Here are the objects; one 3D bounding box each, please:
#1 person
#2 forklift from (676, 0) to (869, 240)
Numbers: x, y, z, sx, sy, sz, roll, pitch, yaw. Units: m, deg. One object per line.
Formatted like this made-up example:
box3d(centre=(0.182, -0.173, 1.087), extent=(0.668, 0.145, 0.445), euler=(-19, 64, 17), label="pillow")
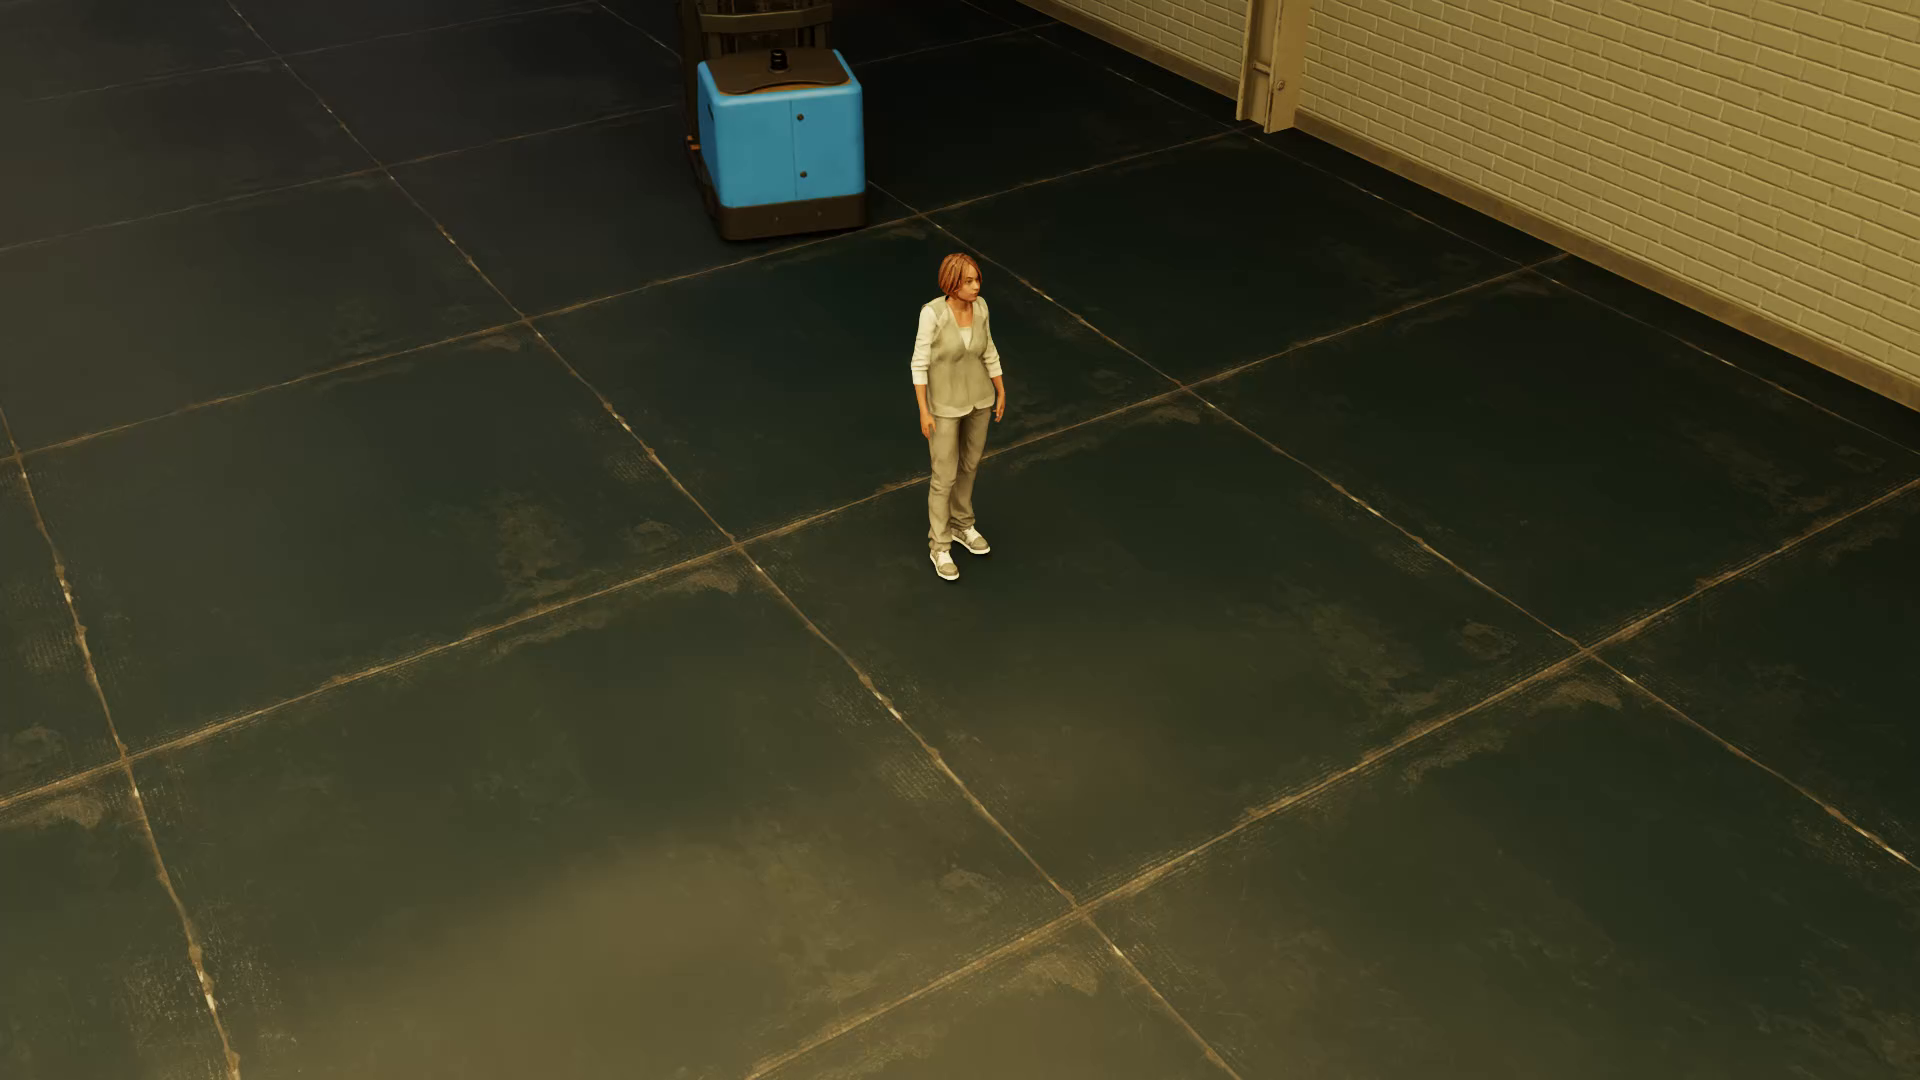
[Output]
box3d(centre=(0.028, -0.620, 8.177), extent=(0.520, 1.597, 0.475), euler=(-21, 40, -27), label="person")
box3d(centre=(-1.527, -4.122, 12.014), extent=(1.130, 2.935, 3.031), euler=(-9, 36, -12), label="forklift")
